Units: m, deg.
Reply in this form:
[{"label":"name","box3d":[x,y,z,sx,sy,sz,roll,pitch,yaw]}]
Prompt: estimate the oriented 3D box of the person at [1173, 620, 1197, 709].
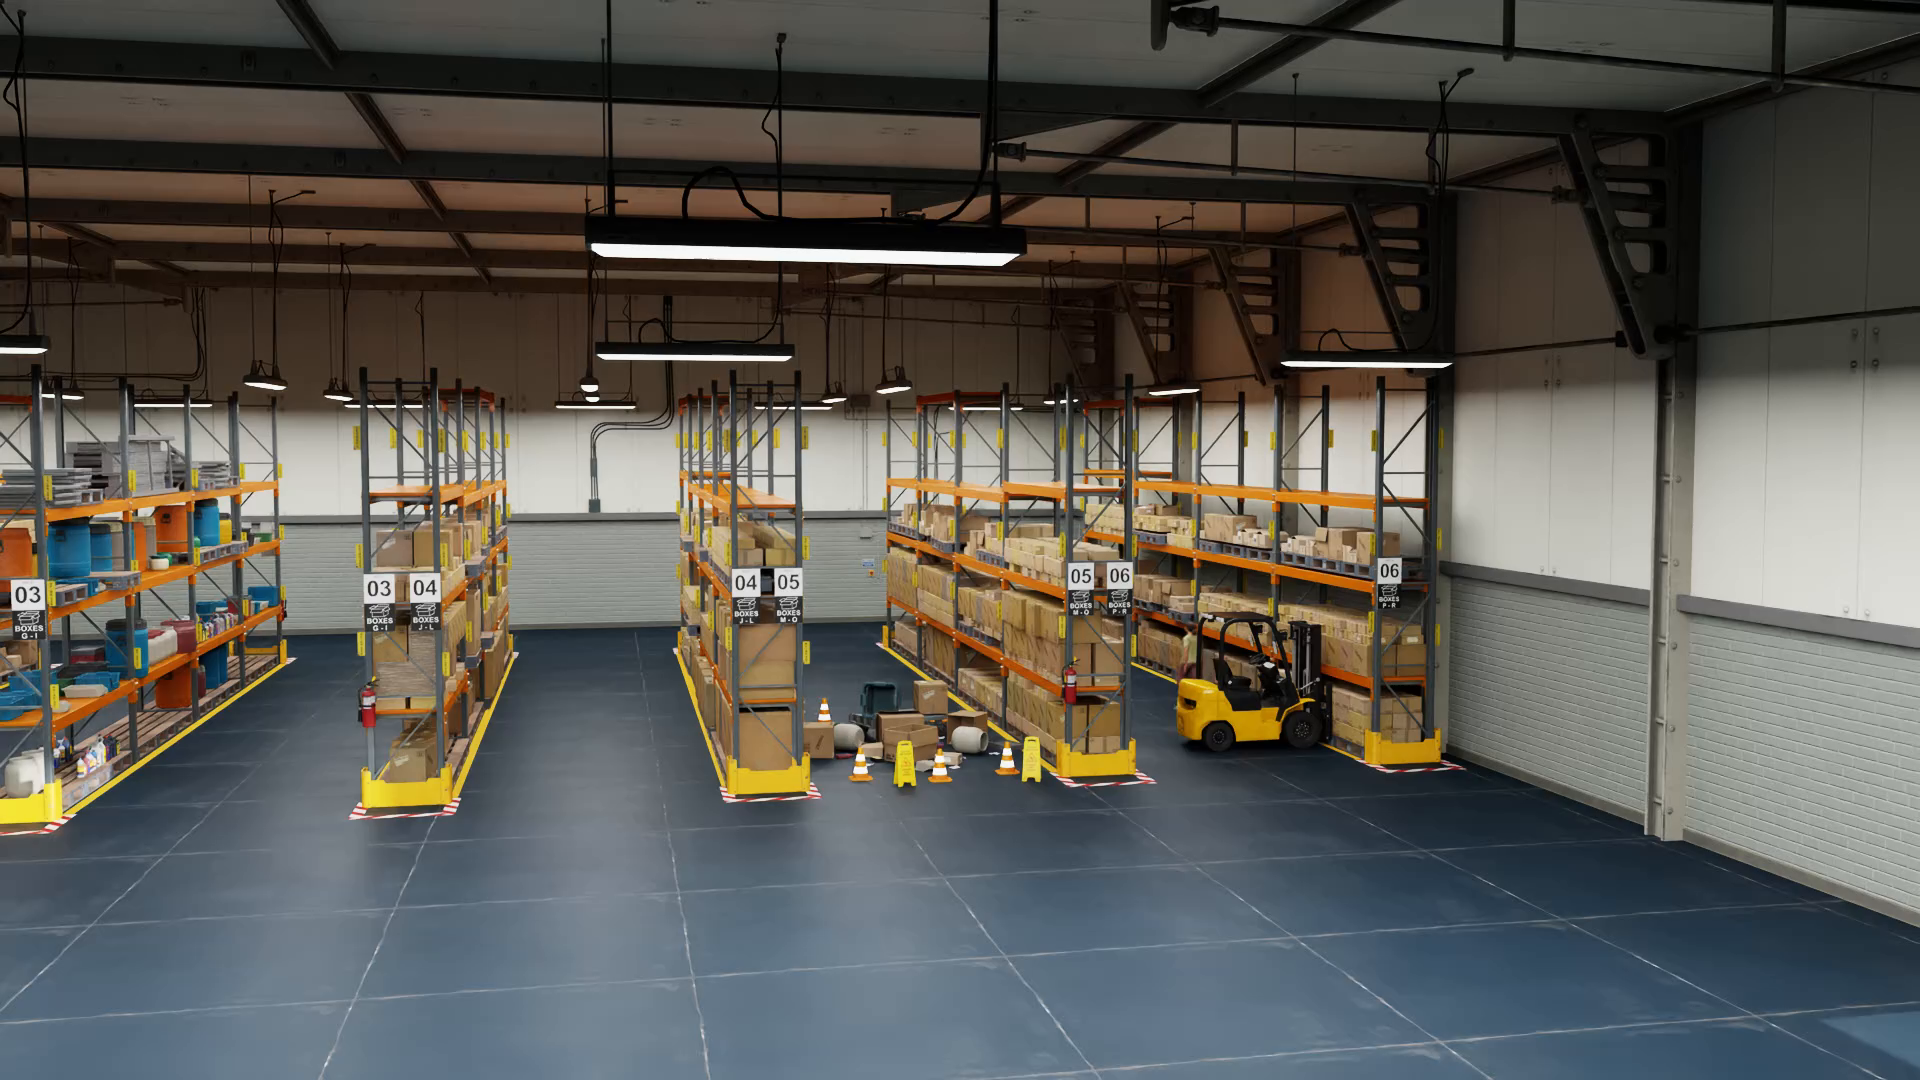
[{"label":"person","box3d":[4.299,2.356,30.922,0.459,1.715,0.595,-1,4,-24]}]
